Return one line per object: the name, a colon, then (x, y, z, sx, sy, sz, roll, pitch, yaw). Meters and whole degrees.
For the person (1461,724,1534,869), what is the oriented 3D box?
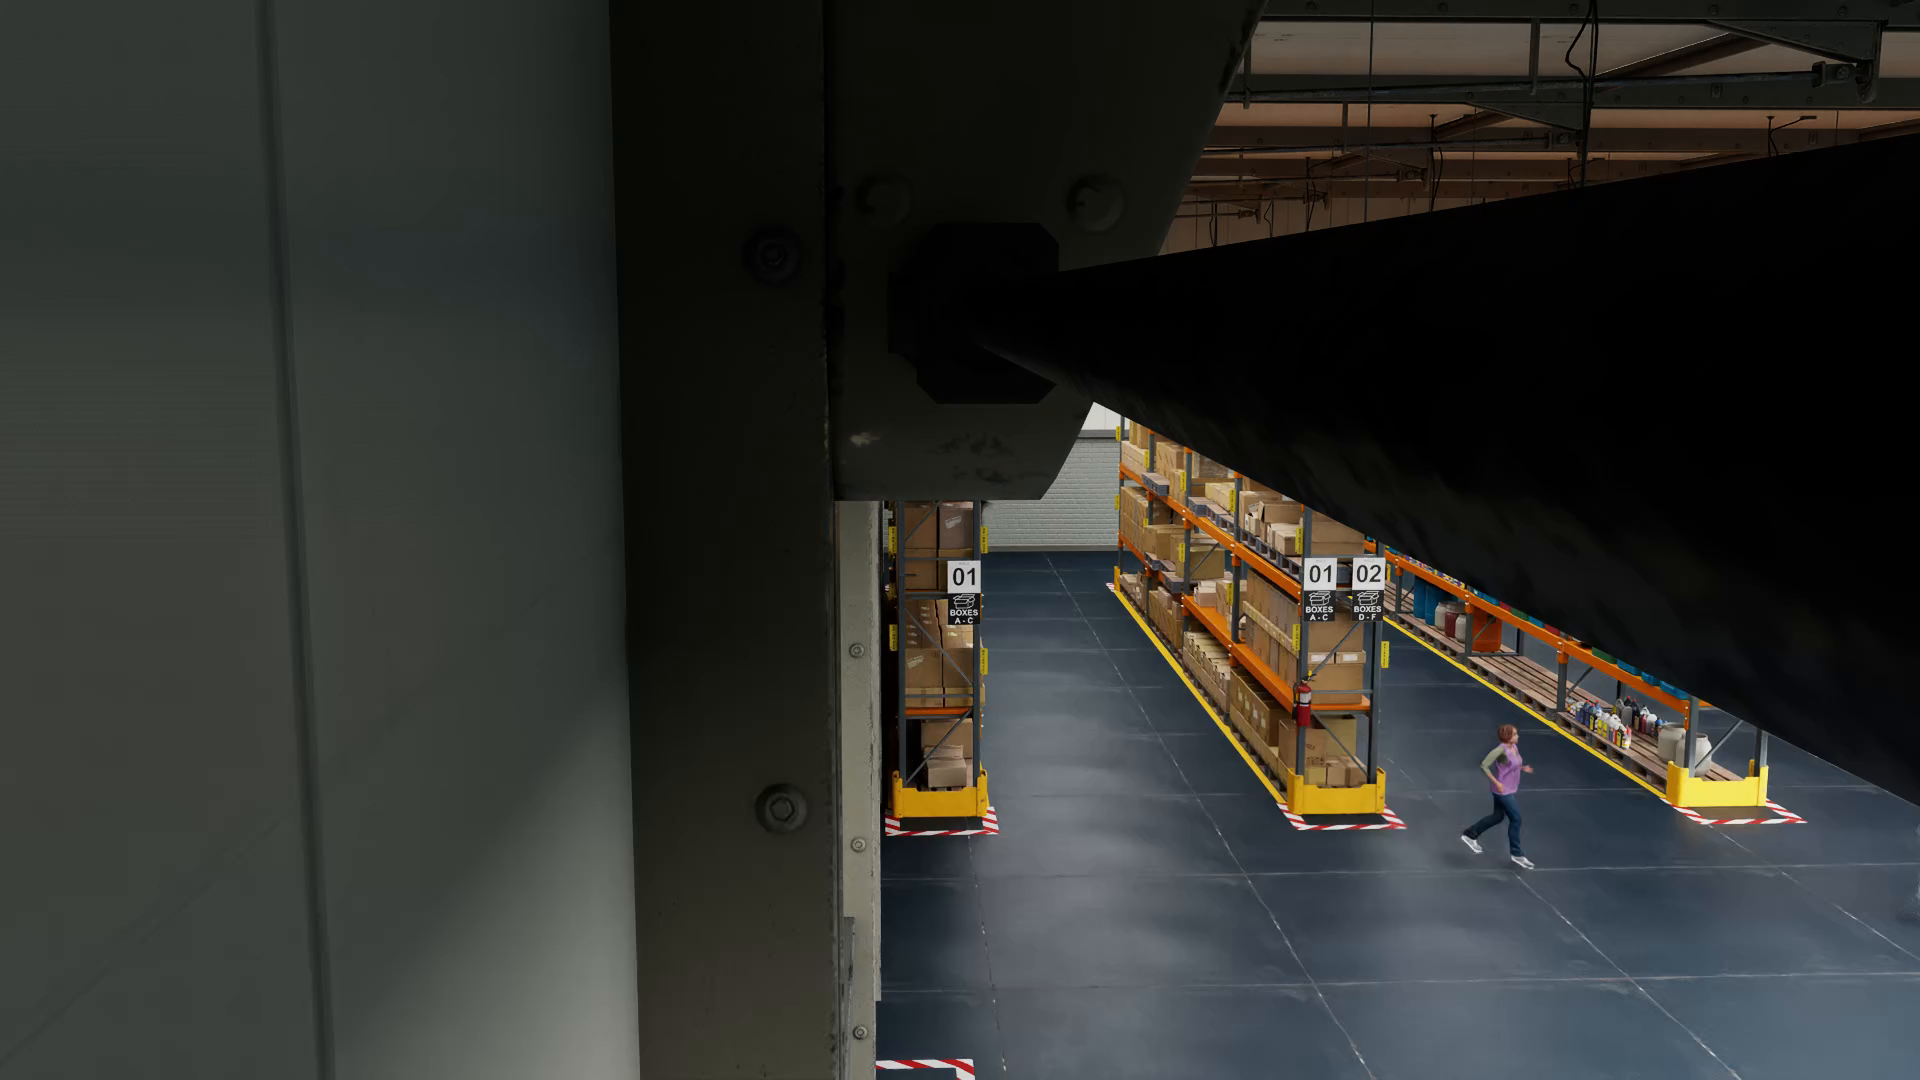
person: (6.102, 2.848, 18.760, 0.817, 1.616, 0.523, 4, 9, 28)
